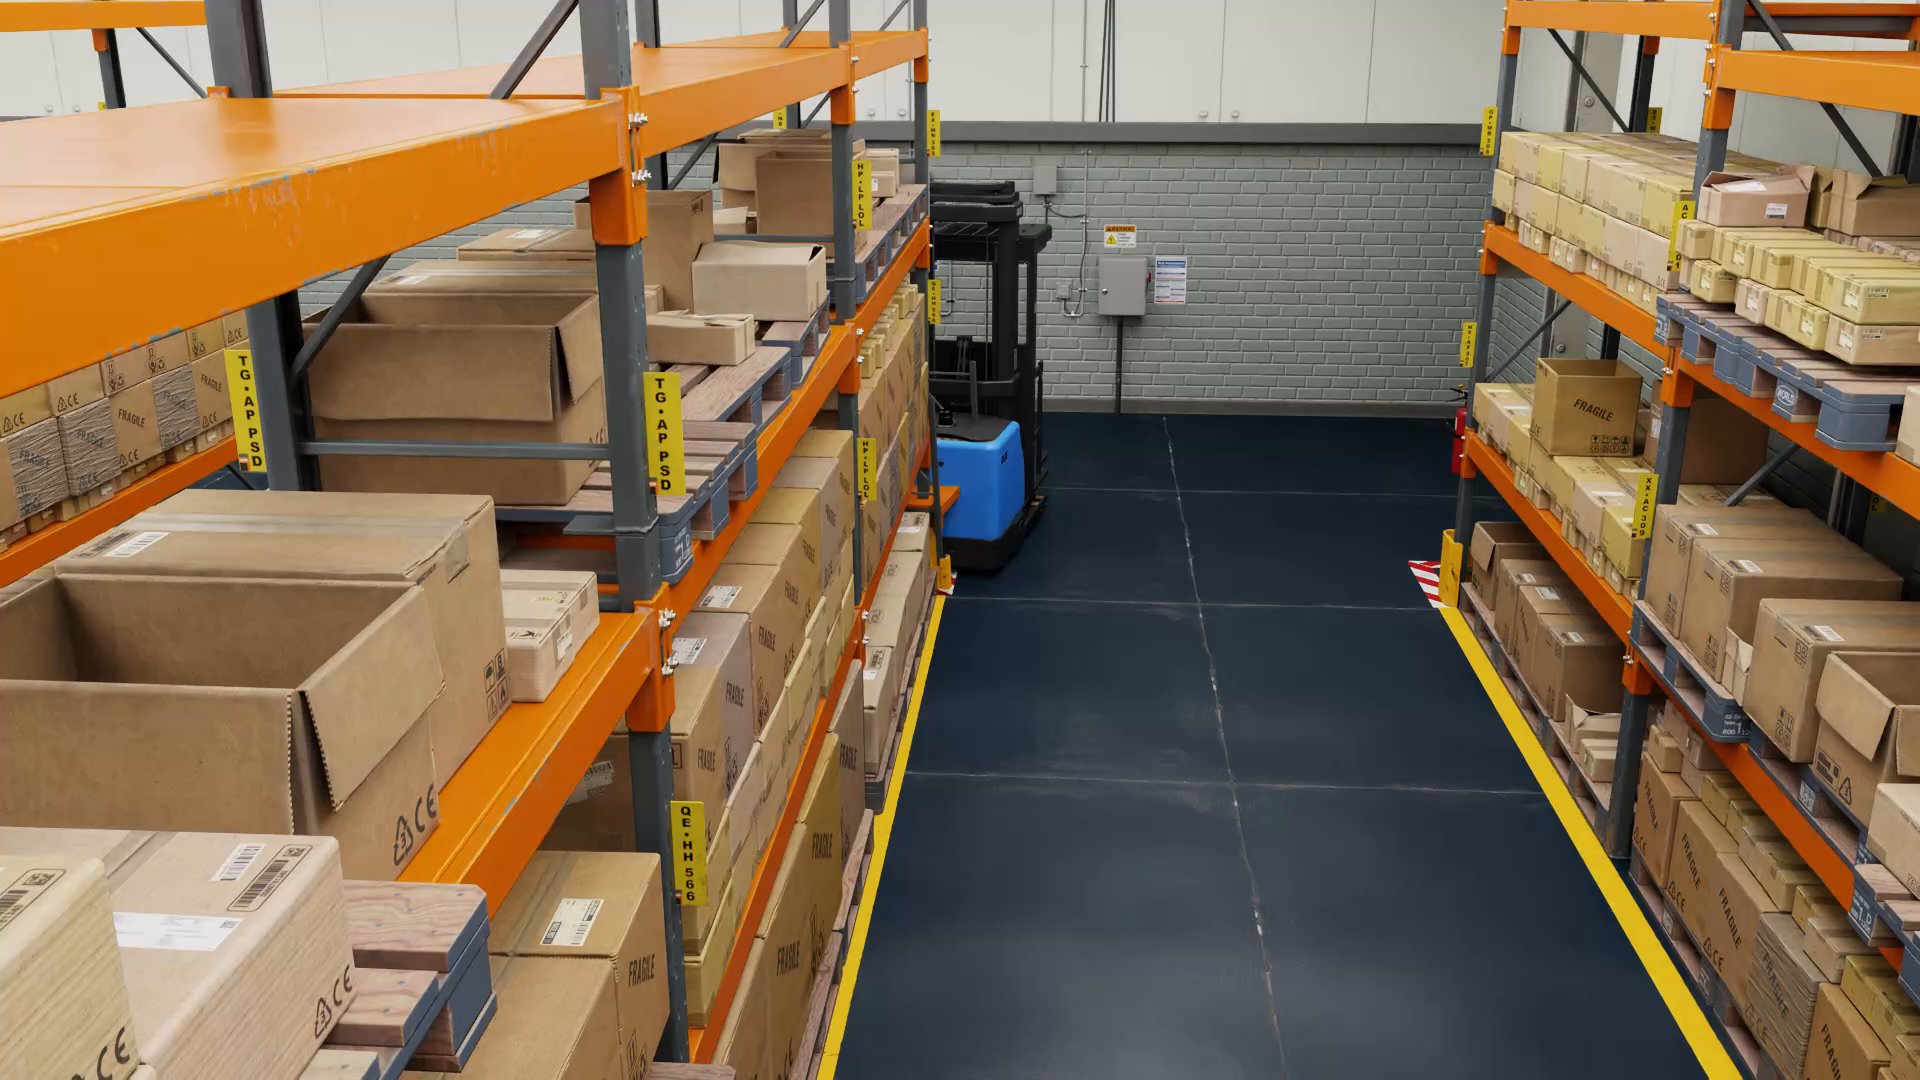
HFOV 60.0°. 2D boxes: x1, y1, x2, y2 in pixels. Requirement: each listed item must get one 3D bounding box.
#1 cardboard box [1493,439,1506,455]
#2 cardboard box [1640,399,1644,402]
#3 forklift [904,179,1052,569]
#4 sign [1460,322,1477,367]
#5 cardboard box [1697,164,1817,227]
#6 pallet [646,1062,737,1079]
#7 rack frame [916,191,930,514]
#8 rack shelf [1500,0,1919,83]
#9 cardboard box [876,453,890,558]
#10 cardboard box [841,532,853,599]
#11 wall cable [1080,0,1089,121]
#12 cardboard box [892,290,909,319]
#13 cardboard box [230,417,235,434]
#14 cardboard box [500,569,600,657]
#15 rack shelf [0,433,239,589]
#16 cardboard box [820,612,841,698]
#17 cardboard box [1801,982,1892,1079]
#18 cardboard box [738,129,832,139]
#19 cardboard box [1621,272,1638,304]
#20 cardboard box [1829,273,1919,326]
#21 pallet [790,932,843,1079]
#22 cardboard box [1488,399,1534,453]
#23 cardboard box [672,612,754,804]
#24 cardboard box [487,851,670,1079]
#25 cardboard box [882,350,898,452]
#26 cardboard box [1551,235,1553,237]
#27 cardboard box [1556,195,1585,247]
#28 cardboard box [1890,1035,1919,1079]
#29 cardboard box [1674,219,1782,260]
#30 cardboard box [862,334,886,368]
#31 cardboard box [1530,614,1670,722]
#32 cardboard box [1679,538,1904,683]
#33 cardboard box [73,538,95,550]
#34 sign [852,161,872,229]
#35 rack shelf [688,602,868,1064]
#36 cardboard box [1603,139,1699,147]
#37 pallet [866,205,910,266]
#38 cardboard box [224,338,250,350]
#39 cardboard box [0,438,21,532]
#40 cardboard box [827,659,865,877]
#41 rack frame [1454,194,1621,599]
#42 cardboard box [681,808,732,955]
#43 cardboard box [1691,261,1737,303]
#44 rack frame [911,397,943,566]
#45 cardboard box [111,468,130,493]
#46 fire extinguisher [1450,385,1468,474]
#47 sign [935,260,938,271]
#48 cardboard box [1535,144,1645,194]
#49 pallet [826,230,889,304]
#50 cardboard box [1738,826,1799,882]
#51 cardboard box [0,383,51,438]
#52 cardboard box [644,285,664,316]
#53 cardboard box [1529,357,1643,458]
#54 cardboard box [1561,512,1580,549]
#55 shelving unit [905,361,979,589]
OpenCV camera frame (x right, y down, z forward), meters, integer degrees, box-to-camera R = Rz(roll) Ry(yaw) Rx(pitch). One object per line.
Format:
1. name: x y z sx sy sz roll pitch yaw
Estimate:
1. cardboard box: 3.950 -0.693 11.624 0.380 0.149 0.250 2 18 5
2. cardboard box: 4.451 -0.909 11.644 0.500 0.250 0.500 2 18 6
3. forklift: 0.147 -1.584 14.049 1.130 2.935 3.031 4 19 13
4. sign: 3.678 -1.412 12.024 0.100 0.325 0.005 1 18 4
5. cardboard box: 3.562 -1.551 7.449 0.396 0.266 0.258 1 18 3
6. pallet: -1.251 1.702 4.221 1.213 0.211 1.003 1 18 4
7. rack frame: -0.732 -1.098 12.456 1.000 3.000 0.127 1 18 4
8. rack shelf: 4.076 -2.874 9.404 1.077 0.370 4.000 1 18 4
9. cardboard box: -0.684 -0.199 9.553 0.500 0.500 0.500 1 18 4
10. cardboard box: -0.808 0.121 8.176 0.500 0.250 0.500 1 18 4
11. wall cable: 0.145 -5.704 16.879 2.355 3.000 0.029 1 18 4
12. cardboard box: -0.546 -1.574 11.101 0.380 0.149 0.250 2 18 5
13. cardboard box: -5.473 -0.874 12.175 0.380 0.149 0.250 1 18 4
14. cardboard box: -1.119 0.183 4.133 0.380 0.149 0.250 1 18 4
15. rack shelf: -5.820 -0.214 10.914 1.077 0.370 4.000 1 18 4
16. cardboard box: -0.837 0.519 7.763 0.500 0.250 0.500 1 18 3
17. cardboard box: 3.543 2.031 6.248 0.500 0.500 0.500 2 18 6
18. cardboard box: -1.026 -2.195 9.992 0.500 0.500 0.500 2 18 5
19. cardboard box: 3.712 -1.329 8.749 0.380 0.149 0.250 2 18 6
20. cardboard box: 3.422 -0.878 6.058 0.380 0.149 0.250 1 18 4
21. pallet: -1.084 2.091 7.203 1.003 0.211 1.213 1 18 4
22. cardboard box: 3.882 -0.767 11.209 0.500 0.250 0.500 1 18 5
23. cardboard box: -1.001 0.562 5.624 0.500 0.500 0.500 1 18 4
24. cardboard box: -1.061 1.146 4.296 0.500 0.500 0.500 1 18 2
25. cardboard box: -0.653 -0.836 9.892 0.500 0.500 0.500 2 18 5
26. cardboard box: 3.848 -1.804 10.198 0.380 0.149 0.250 1 18 3
27. cardboard box: 3.836 -1.874 9.770 0.500 0.250 0.500 1 18 3
28. cardboard box: 3.480 1.851 5.754 0.380 0.149 0.250 1 18 2
29. cardboard box: 3.473 -1.357 7.522 0.380 0.149 0.250 2 18 6
30. cardboard box: -0.632 -1.097 9.644 0.380 0.149 0.250 1 18 2
31. cardboard box: 3.906 0.775 10.081 0.700 0.500 0.500 1 18 2
32. cardboard box: 3.637 0.313 7.315 0.700 0.500 0.500 1 18 5
33. cardboard box: -6.034 0.093 11.770 0.380 0.149 0.250 0 18 1
34. sign: -0.477 -1.667 8.040 0.100 0.325 0.005 1 18 4
35. rack shelf: -1.162 1.108 6.881 1.077 0.370 4.000 1 18 4
36. cardboard box: 4.428 -2.415 10.620 0.500 0.250 0.500 1 18 2
37. pallet: -0.860 -1.871 10.140 1.003 0.211 1.213 1 18 4
38. cardboard box: -5.452 -1.220 12.192 0.500 0.500 0.500 2 18 5
39. cardboard box: -5.677 -0.272 9.297 0.500 0.500 0.500 1 18 3
40. cardboard box: -0.984 1.149 8.337 0.875 0.875 0.875 2 18 6
41. rack frame: 4.219 -0.988 12.122 1.000 3.000 0.127 1 18 4
42. cardboard box: -1.023 1.069 5.282 0.500 0.250 0.500 1 18 4
43. cardboard box: 3.461 -1.135 7.322 0.380 0.149 0.250 1 18 5
44. rack frame: -0.392 -0.351 12.453 0.500 1.500 0.032 4 22 17
45. cardboard box: -5.598 -0.390 10.700 0.380 0.149 0.250 2 18 6
46. fire extinguisher: 3.769 -0.830 12.363 0.296 0.674 0.183 1 18 4
47. sign: -0.395 -2.998 17.822 0.327 0.218 0.001 1 18 4
48. cardboard box: 3.859 -2.275 10.192 0.500 0.250 0.500 1 18 3
49. pallet: -0.950 -1.493 8.986 1.003 0.211 1.213 1 18 4
50. cardboard box: 3.630 1.370 7.224 0.380 0.149 0.250 1 18 4
51. cardboard box: -5.666 -0.895 9.592 0.500 0.500 0.500 1 18 2
52. cardboard box: -1.459 -0.984 6.993 0.380 0.166 0.250 0 18 0
53. cardboard box: 3.811 -0.814 10.148 0.500 0.500 0.500 2 18 5
54. cardboard box: 3.731 -0.055 9.676 0.380 0.149 0.250 1 18 3
55. shelving unit: -0.235 -0.535 12.910 0.587 1.500 1.083 4 22 17
